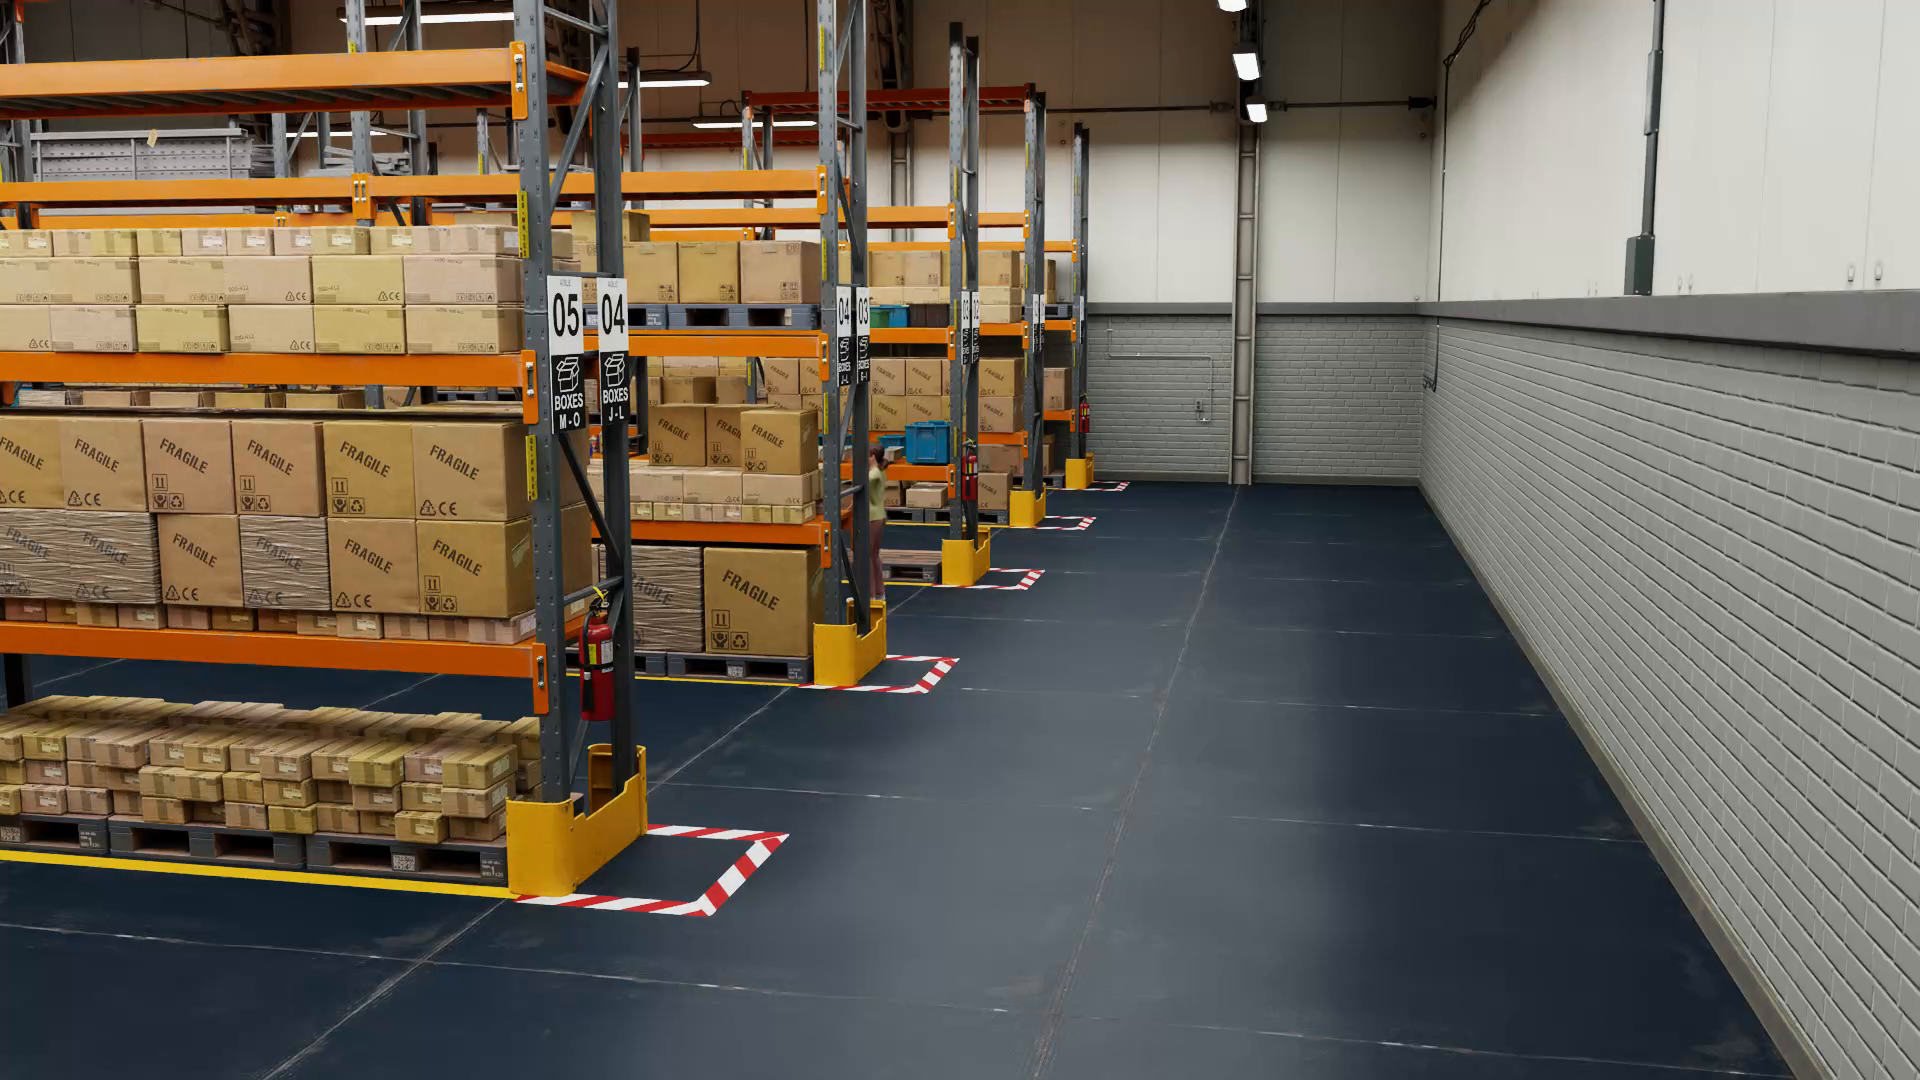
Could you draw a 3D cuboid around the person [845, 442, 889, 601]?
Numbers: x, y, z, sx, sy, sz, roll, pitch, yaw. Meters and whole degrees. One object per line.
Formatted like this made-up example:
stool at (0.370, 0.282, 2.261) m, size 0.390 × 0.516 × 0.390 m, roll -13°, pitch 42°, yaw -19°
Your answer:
person at (-0.983, -0.176, 17.115) m, size 0.541 × 1.667 × 0.424 m, roll 2°, pitch 8°, yaw 12°
